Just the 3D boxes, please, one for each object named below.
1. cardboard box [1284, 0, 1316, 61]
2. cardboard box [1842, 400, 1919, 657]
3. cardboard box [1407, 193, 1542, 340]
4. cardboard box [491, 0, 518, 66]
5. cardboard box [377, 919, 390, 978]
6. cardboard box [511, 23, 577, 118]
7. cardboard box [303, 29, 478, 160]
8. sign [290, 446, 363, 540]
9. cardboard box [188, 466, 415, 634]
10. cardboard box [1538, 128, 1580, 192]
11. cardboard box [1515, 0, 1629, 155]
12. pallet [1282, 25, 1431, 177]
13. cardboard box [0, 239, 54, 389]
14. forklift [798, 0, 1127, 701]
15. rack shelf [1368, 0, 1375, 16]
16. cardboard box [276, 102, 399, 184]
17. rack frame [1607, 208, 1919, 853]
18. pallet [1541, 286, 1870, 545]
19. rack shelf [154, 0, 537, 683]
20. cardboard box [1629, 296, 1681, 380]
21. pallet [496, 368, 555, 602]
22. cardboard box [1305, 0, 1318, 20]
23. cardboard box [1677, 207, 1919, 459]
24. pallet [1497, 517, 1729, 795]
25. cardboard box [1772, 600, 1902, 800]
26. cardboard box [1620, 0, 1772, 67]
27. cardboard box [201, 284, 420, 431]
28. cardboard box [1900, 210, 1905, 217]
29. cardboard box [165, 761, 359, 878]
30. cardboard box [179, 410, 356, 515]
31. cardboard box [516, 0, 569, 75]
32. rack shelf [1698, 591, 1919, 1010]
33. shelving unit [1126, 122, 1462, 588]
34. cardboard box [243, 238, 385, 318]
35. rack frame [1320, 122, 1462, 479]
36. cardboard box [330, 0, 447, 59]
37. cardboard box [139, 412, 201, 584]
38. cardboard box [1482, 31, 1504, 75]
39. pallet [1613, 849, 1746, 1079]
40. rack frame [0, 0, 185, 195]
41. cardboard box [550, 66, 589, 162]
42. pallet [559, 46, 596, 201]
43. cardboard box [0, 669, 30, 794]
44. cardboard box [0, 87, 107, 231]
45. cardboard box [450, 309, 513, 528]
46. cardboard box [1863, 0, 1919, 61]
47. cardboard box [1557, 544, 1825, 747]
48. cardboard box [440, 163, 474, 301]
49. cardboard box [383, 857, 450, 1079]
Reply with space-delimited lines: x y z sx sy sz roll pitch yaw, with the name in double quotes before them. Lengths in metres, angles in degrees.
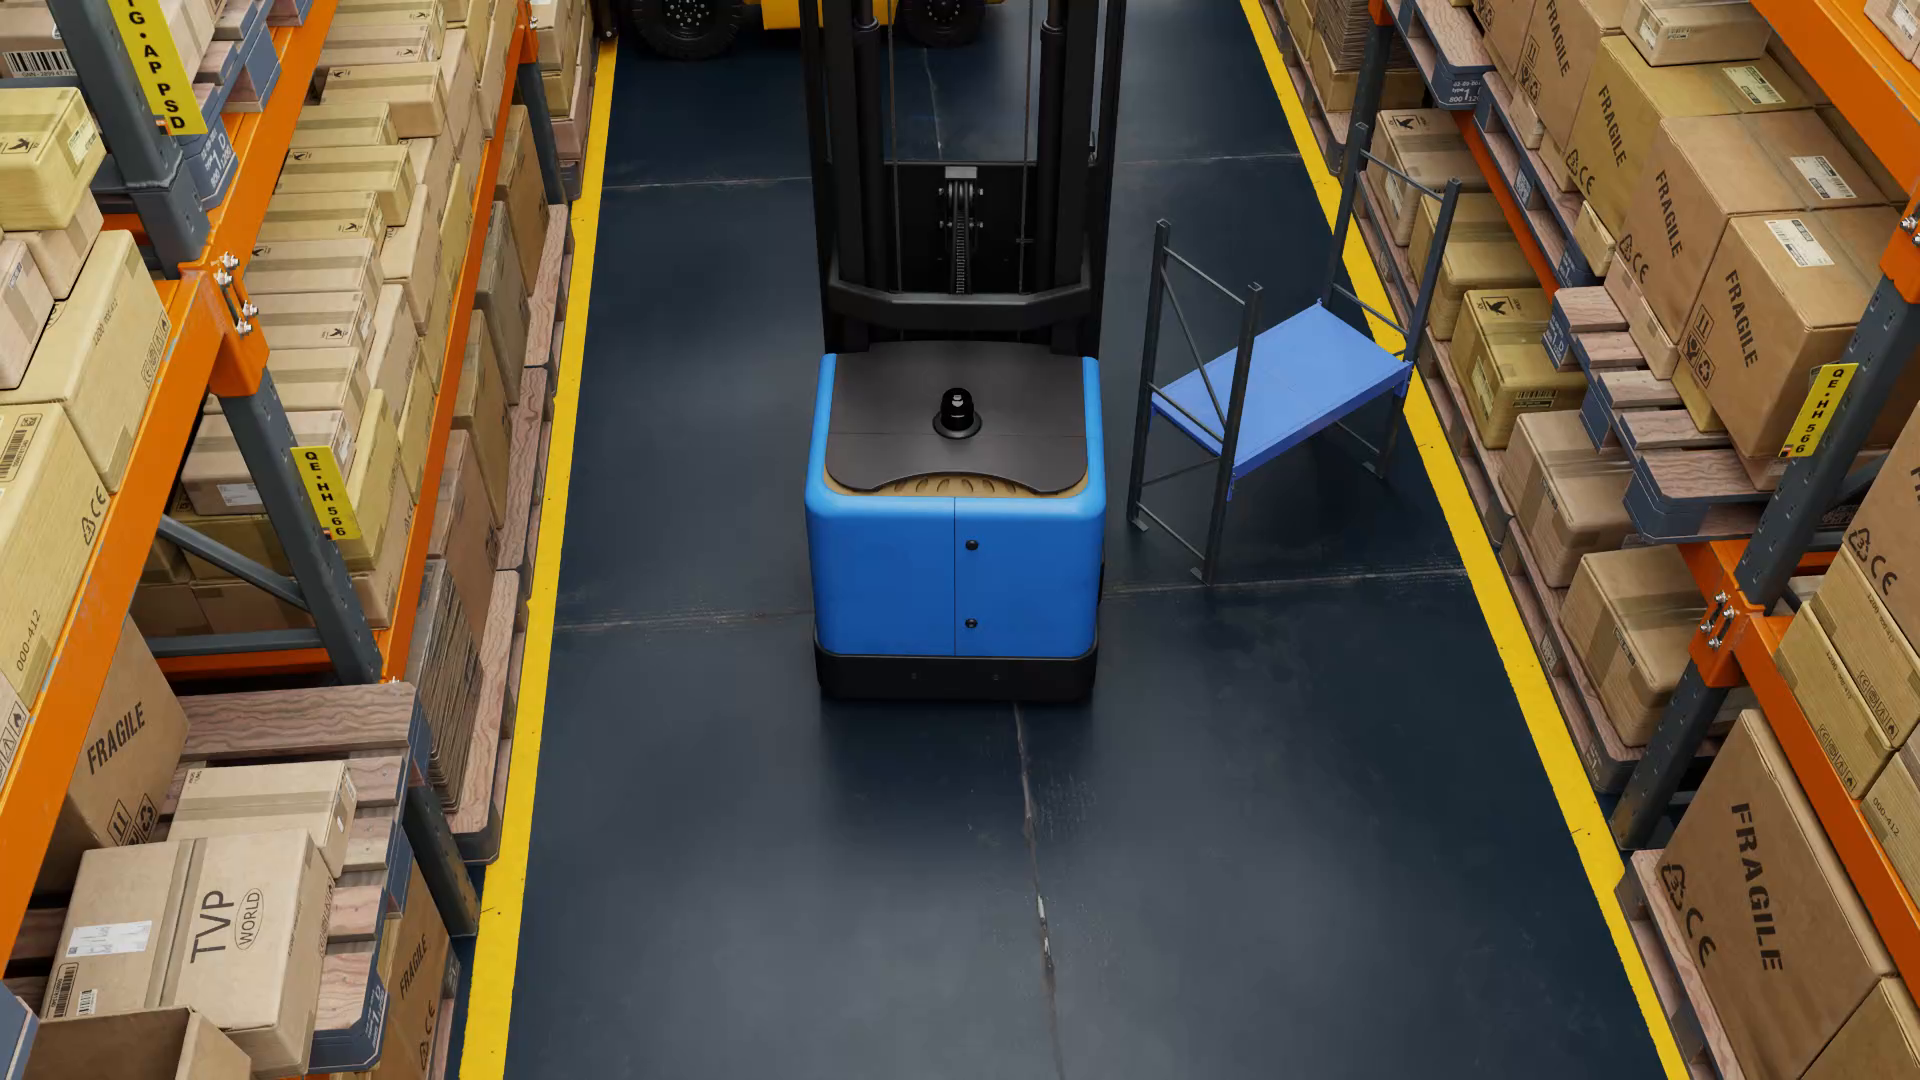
"cardboard box" 2.105 -2.898 9.169 0.500 0.250 0.500 -5 47 -4
"cardboard box" 2.609 -0.015 4.077 0.500 0.500 0.500 -5 47 -5
"cardboard box" 2.587 -1.244 7.519 0.950 0.372 0.625 -1 47 -1
"cardboard box" -2.166 -2.198 7.005 0.500 0.250 0.500 -3 47 -2
"cardboard box" -1.841 1.130 4.736 0.380 0.149 0.250 -6 47 -5
"cardboard box" -2.202 -2.338 8.295 0.500 0.250 0.500 -4 47 -3
"cardboard box" -2.086 -1.637 6.130 0.500 0.250 0.500 -3 47 -3
"sign" -1.594 -0.115 4.186 0.100 0.325 0.005 -3 47 -3
"cardboard box" -1.928 0.012 4.913 0.500 0.250 0.500 -3 47 -3
"cardboard box" 2.341 -1.406 6.036 0.380 0.149 0.250 -5 47 -5
"cardboard box" 2.354 -1.735 5.901 0.500 0.500 0.500 -5 47 -5
"pallet" 2.385 -2.427 9.040 1.003 0.211 1.213 -3 47 -3
"cardboard box" -1.863 -0.391 2.953 0.380 0.149 0.250 -4 47 -4
"forklift" 0.013 -1.462 6.252 1.130 2.935 3.031 1 47 1
"rack shelf" 2.309 -4.102 9.201 1.077 0.370 4.000 -3 47 -3
"cardboard box" -2.104 -1.326 5.560 0.380 0.149 0.250 -3 47 -3
"rack frame" 2.811 -0.009 4.829 1.000 3.000 0.127 -3 47 -3
"pallet" 2.646 -0.452 5.380 1.213 0.211 1.003 -3 47 -3
"rack shelf" -2.302 -0.904 6.172 1.077 0.370 4.000 -3 47 -3
"cardboard box" 2.389 -0.659 5.328 0.380 0.149 0.250 -4 47 -4
"pallet" -2.264 -0.224 6.953 1.003 0.211 1.213 -3 47 -3
"cardboard box" 2.115 -3.139 8.881 0.500 0.500 0.500 -3 47 -3
"cardboard box" 2.496 -0.602 4.827 0.500 0.500 0.500 -5 47 -4
"pallet" 2.748 0.385 6.377 1.003 0.211 1.213 -3 47 -3
"cardboard box" 2.602 0.412 4.533 0.500 0.250 0.500 -4 47 -4
"cardboard box" 2.393 -1.679 5.401 0.380 0.149 0.250 -6 47 -5
"cardboard box" -1.969 -0.523 5.075 0.500 0.250 0.500 -2 47 -2
"cardboard box" 3.004 -0.629 4.854 0.500 0.500 0.500 -5 47 -4
"cardboard box" -1.697 0.690 4.051 0.380 0.149 0.250 -3 47 -3
"cardboard box" -1.868 -0.210 4.504 0.380 0.149 0.250 -2 47 -2
"cardboard box" -2.197 -2.510 8.114 0.500 0.250 0.500 -4 47 -4
"rack shelf" 2.979 1.686 3.719 1.077 0.370 4.000 -3 47 -3
"shelving unit" 1.263 -0.700 6.516 1.048 1.500 0.538 -29 53 -25
"cardboard box" -1.973 -0.776 5.040 0.380 0.149 0.250 -3 47 -3
"rack frame" 1.665 -0.926 6.730 0.032 1.500 0.500 -29 53 -25
"cardboard box" -2.098 -1.880 6.086 0.380 0.149 0.250 -4 47 -4
"cardboard box" -2.449 -0.132 4.705 0.500 0.250 0.500 -3 47 -2
"cardboard box" 2.300 -1.971 6.571 0.380 0.149 0.250 -3 47 -3
"pallet" 2.802 1.525 5.297 1.003 0.211 1.213 -3 47 -3
"rack frame" -2.134 -1.767 2.362 1.000 3.000 0.127 -3 47 -3
"cardboard box" -2.180 -2.167 8.478 0.500 0.250 0.500 -3 47 -3
"pallet" -2.494 -2.217 8.841 1.003 0.211 1.213 -3 47 -3
"cardboard box" -1.765 0.398 2.481 0.500 0.250 0.500 -3 47 -3
"cardboard box" -1.811 -0.693 3.034 0.380 0.149 0.250 -2 47 -2
"cardboard box" -2.292 -0.443 6.587 0.875 0.625 0.625 -5 47 -5
"cardboard box" 2.547 -1.348 4.204 0.380 0.149 0.250 -3 47 -3
"cardboard box" 2.774 0.341 6.018 0.950 0.372 0.625 -6 47 -6
"cardboard box" -2.057 -1.100 5.966 0.500 0.250 0.500 -2 47 -2
"cardboard box" -1.885 1.304 5.018 0.500 0.500 0.500 -2 47 -2
